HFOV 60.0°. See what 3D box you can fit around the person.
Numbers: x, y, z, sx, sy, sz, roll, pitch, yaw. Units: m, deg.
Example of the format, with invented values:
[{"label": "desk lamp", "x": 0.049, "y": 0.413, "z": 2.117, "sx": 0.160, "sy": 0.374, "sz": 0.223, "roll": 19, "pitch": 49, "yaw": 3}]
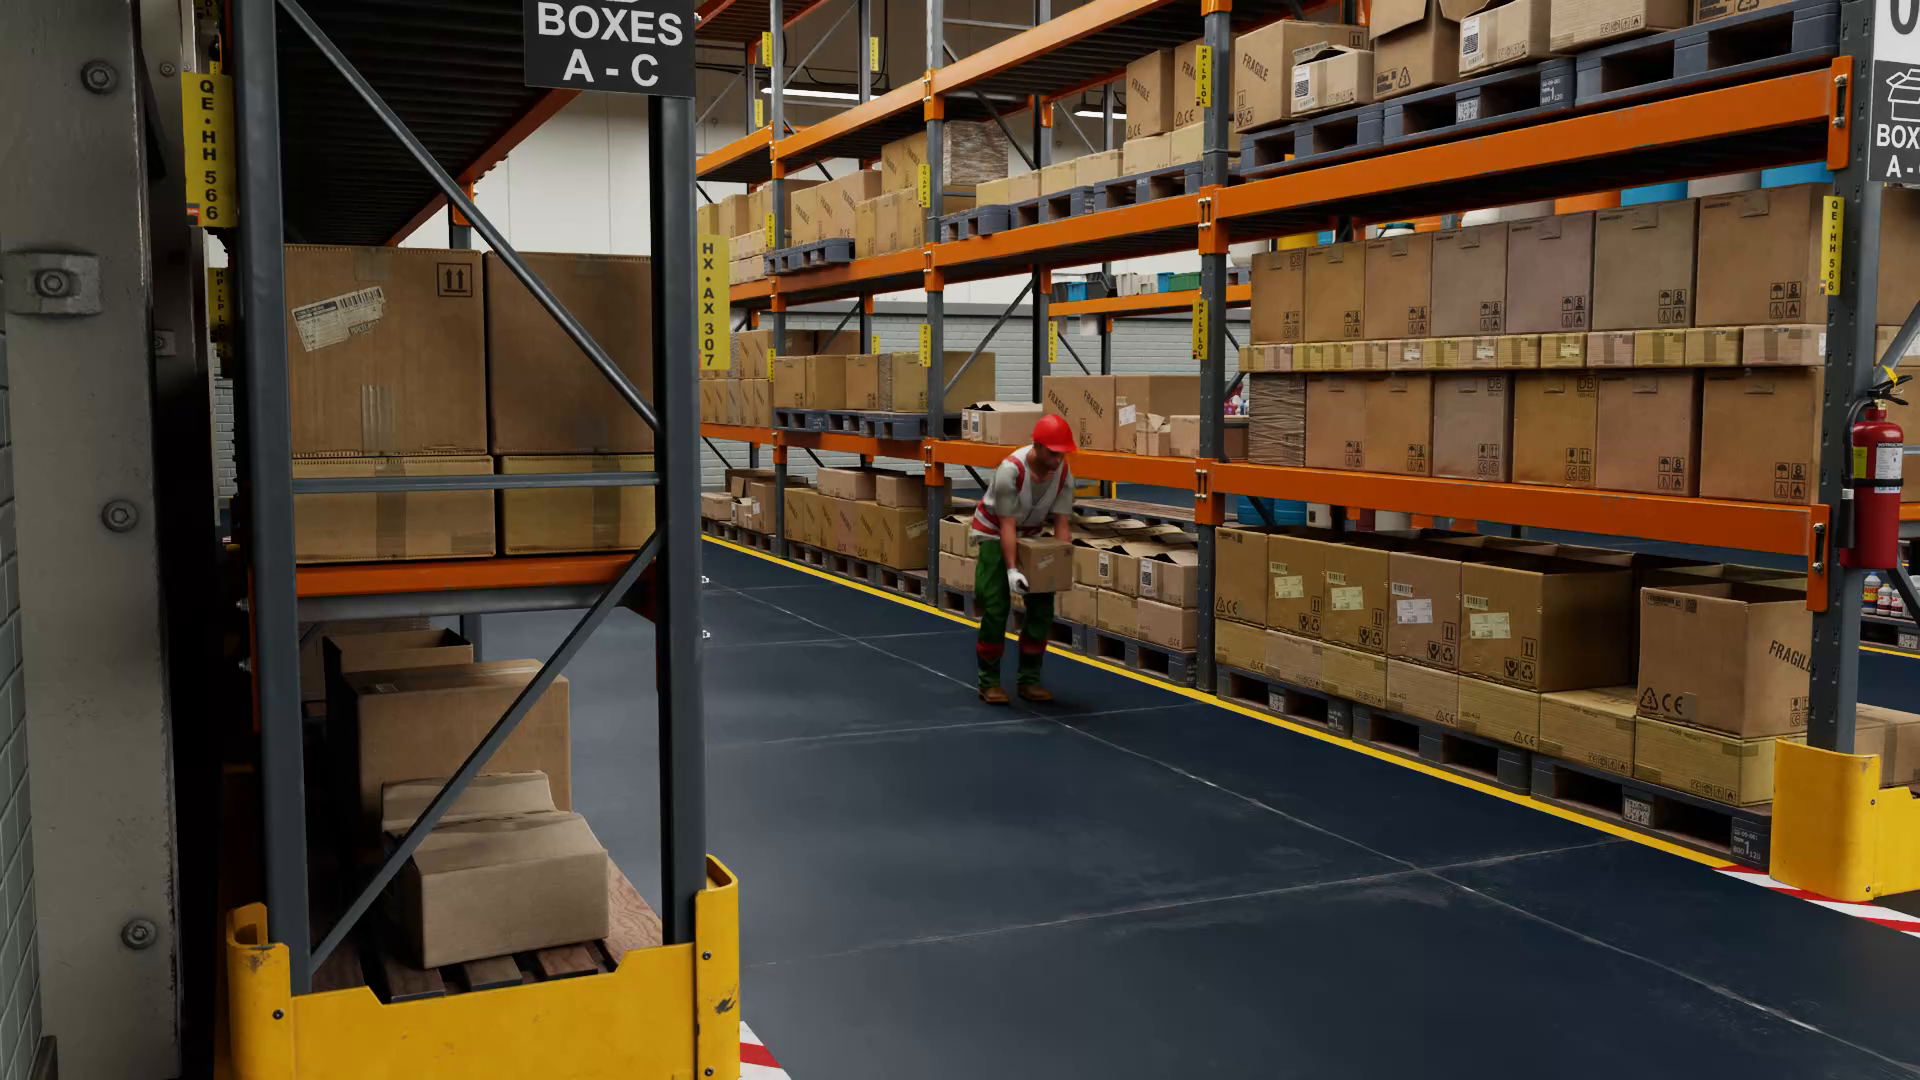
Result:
[{"label": "person", "x": 0.371, "y": 0.108, "z": 9.016, "sx": 0.492, "sy": 1.581, "sz": 0.783, "roll": -2, "pitch": 6, "yaw": -25}]
